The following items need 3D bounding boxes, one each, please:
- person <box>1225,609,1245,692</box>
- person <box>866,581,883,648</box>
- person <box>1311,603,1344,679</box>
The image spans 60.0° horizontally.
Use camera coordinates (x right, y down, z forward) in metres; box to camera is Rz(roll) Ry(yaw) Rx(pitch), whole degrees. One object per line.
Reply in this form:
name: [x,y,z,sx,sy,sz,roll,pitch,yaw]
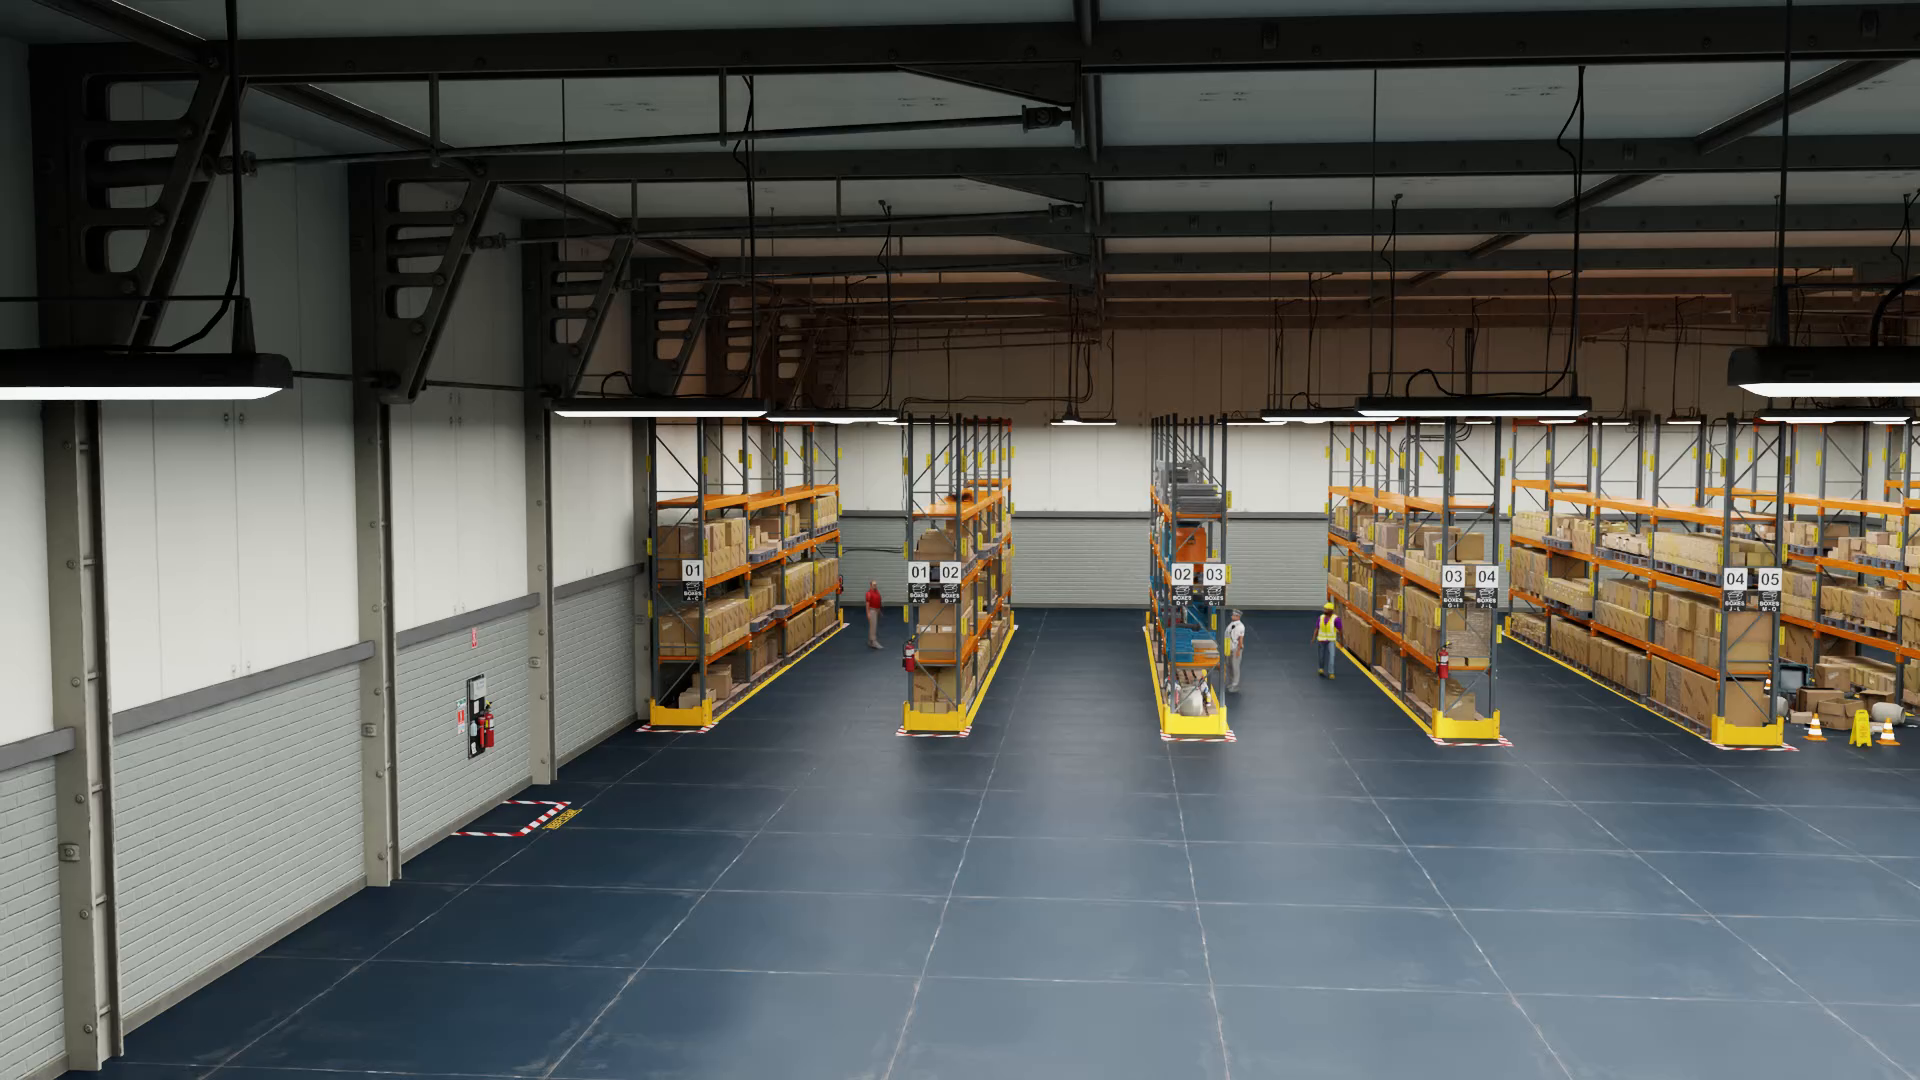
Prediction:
person: [5.944,2.402,36.355,0.567,1.785,0.563,-3,5,-38]
person: [-2.181,1.942,43.551,0.523,1.753,0.577,2,4,22]
person: [8.412,2.299,38.098,0.746,1.724,1.042,0,4,7]
